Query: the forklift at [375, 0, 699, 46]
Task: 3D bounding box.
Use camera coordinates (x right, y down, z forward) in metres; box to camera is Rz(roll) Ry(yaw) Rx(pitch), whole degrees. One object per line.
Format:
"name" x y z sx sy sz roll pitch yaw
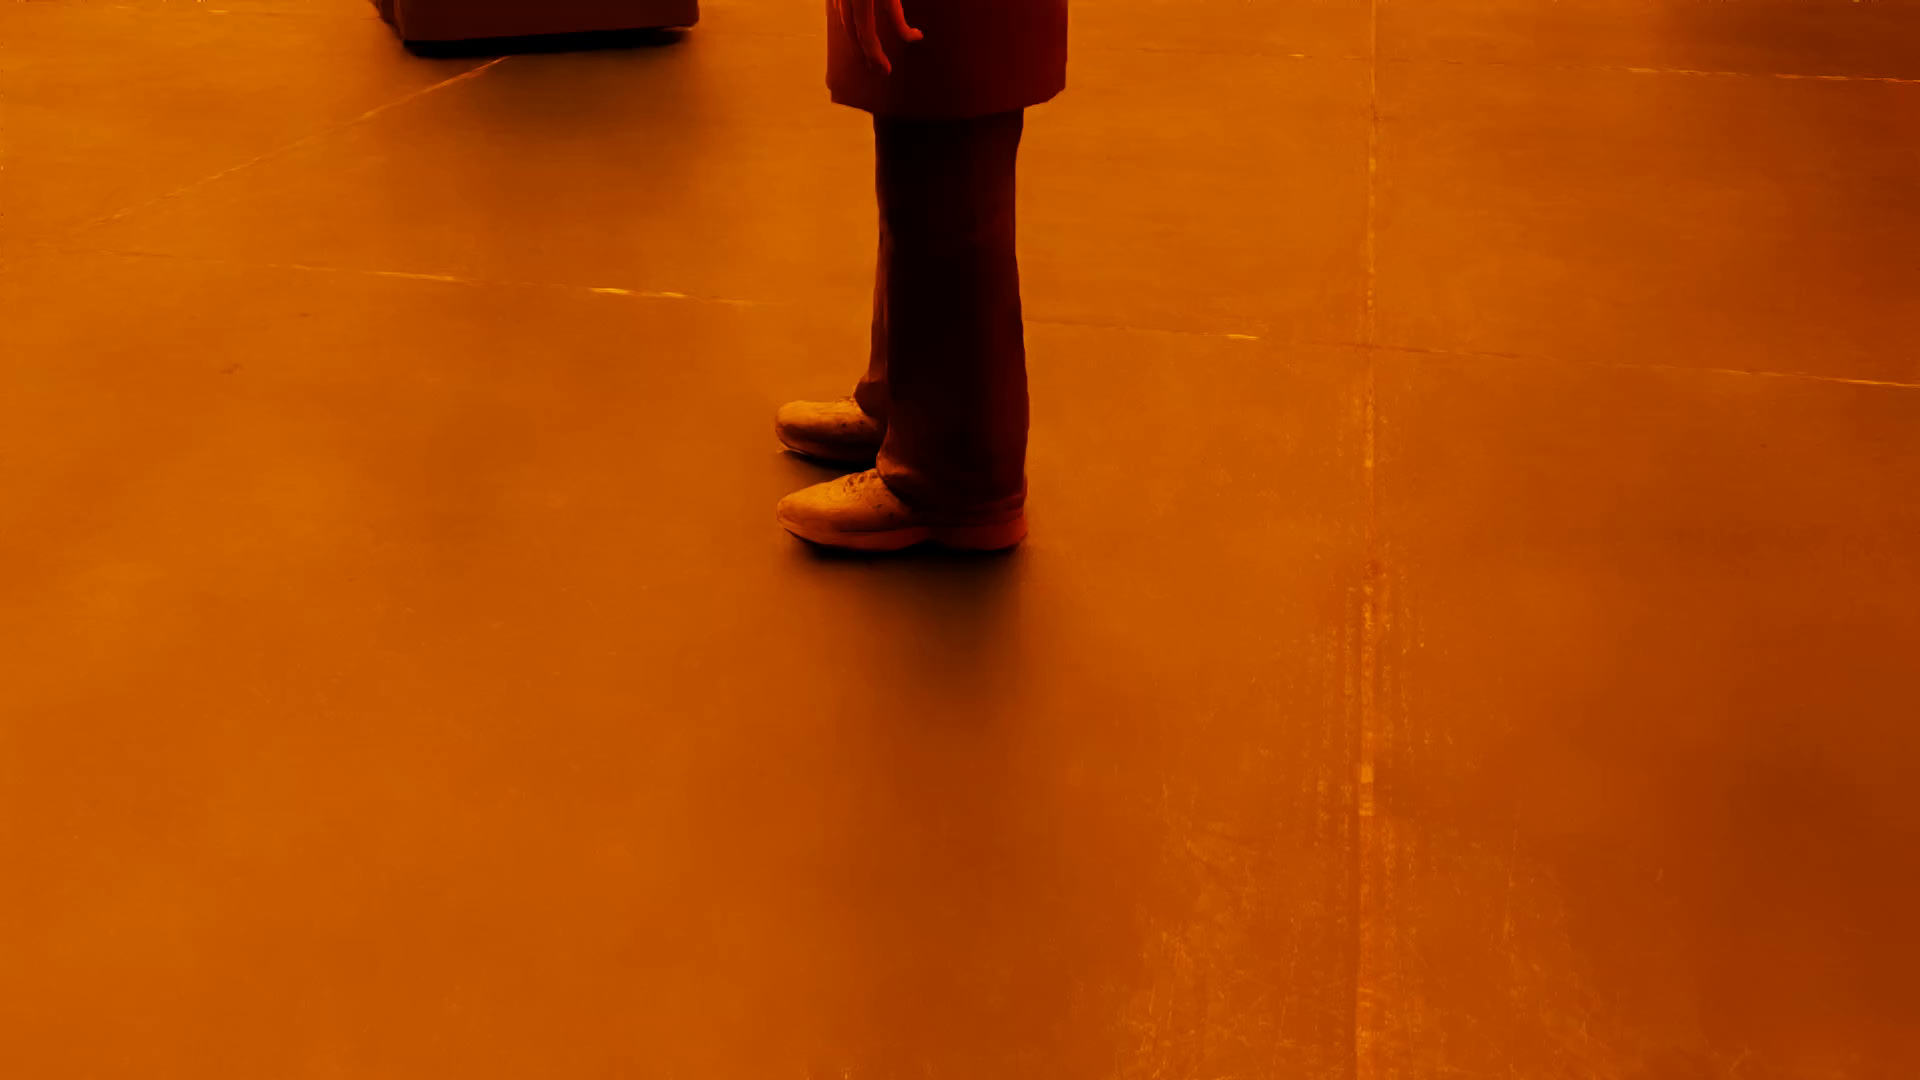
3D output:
"forklift" -1.979 -3.681 6.542 1.130 2.935 3.031 -10 29 -19

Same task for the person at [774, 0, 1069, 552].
"person" -0.088 -0.811 2.118 0.580 1.776 0.694 6 27 11
